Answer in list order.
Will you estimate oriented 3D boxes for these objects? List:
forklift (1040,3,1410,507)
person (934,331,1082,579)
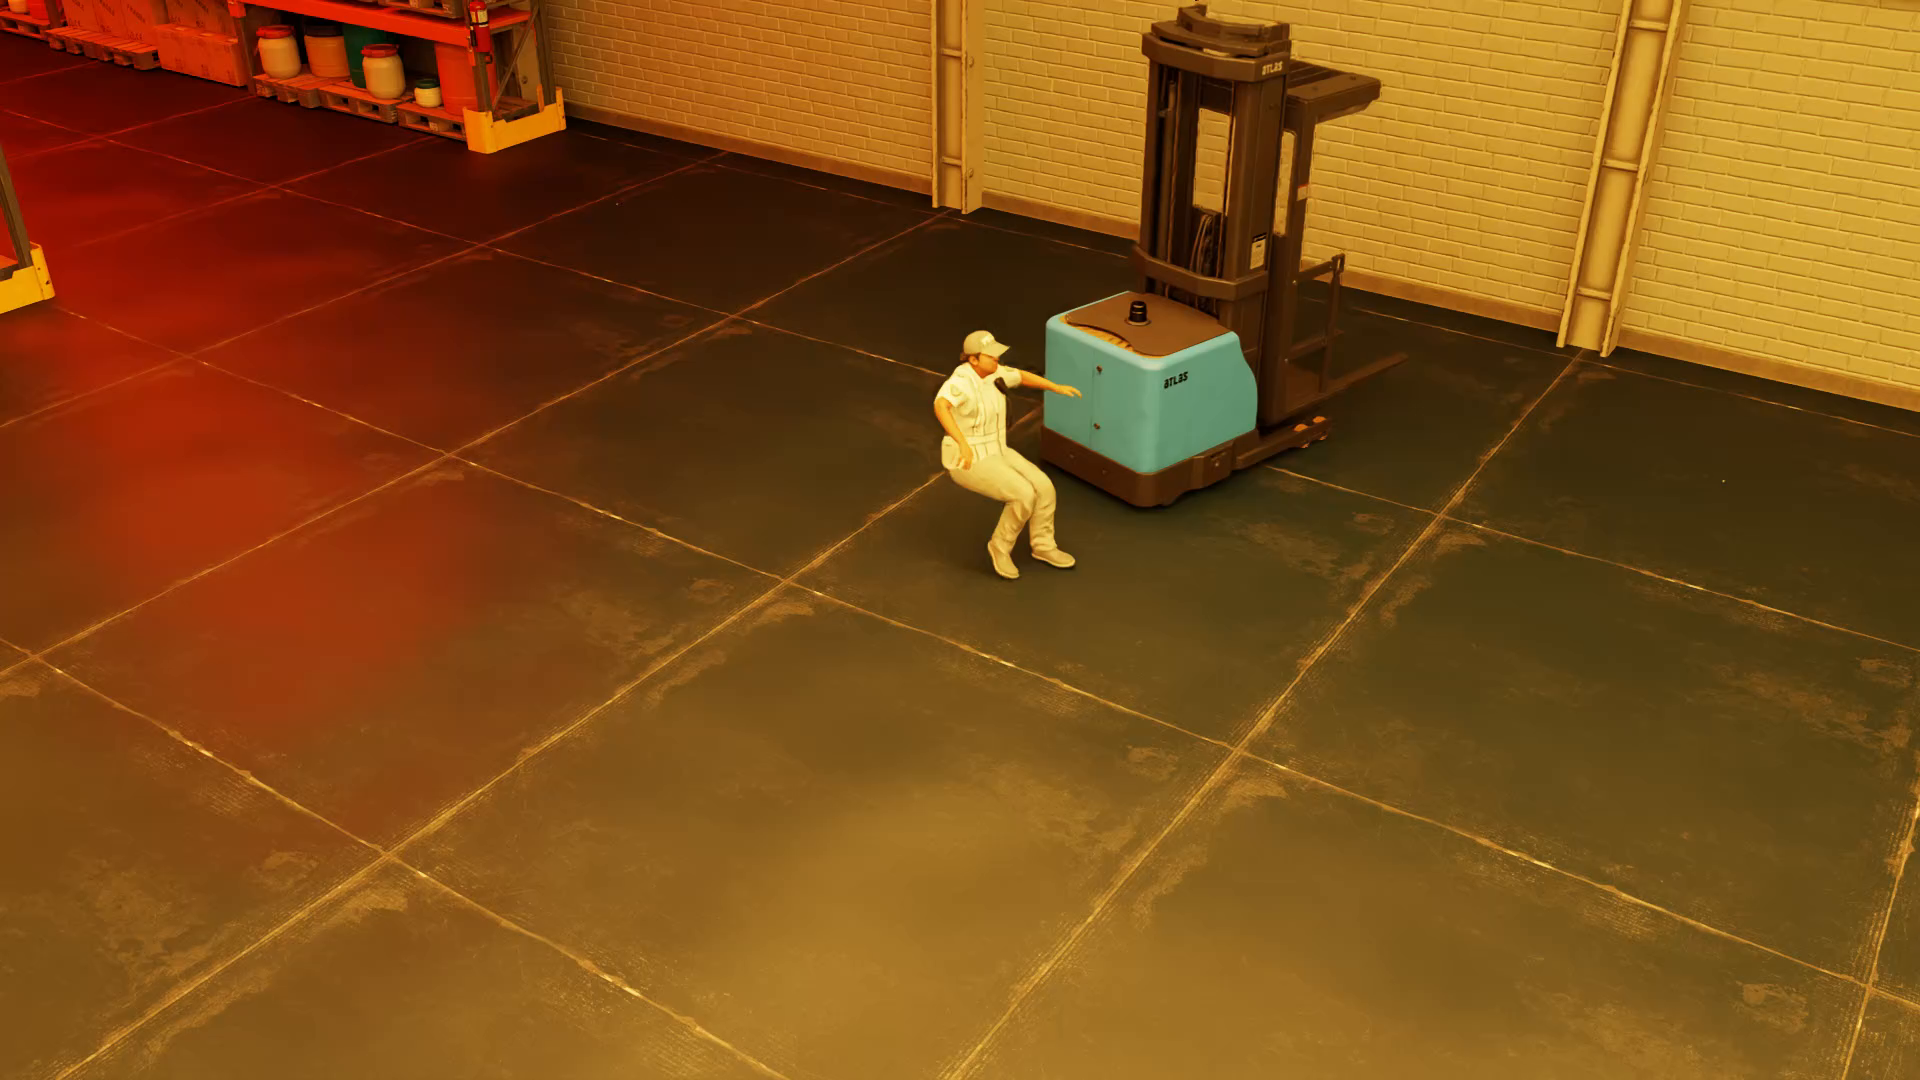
[{"bbox_3d":[1.996,-2.087,11.175,3.031,2.935,1.130,-23,37,-34],"label":"forklift"},{"bbox_3d":[0.301,-0.509,9.932,0.822,1.437,0.995,12,32,20],"label":"person"}]
